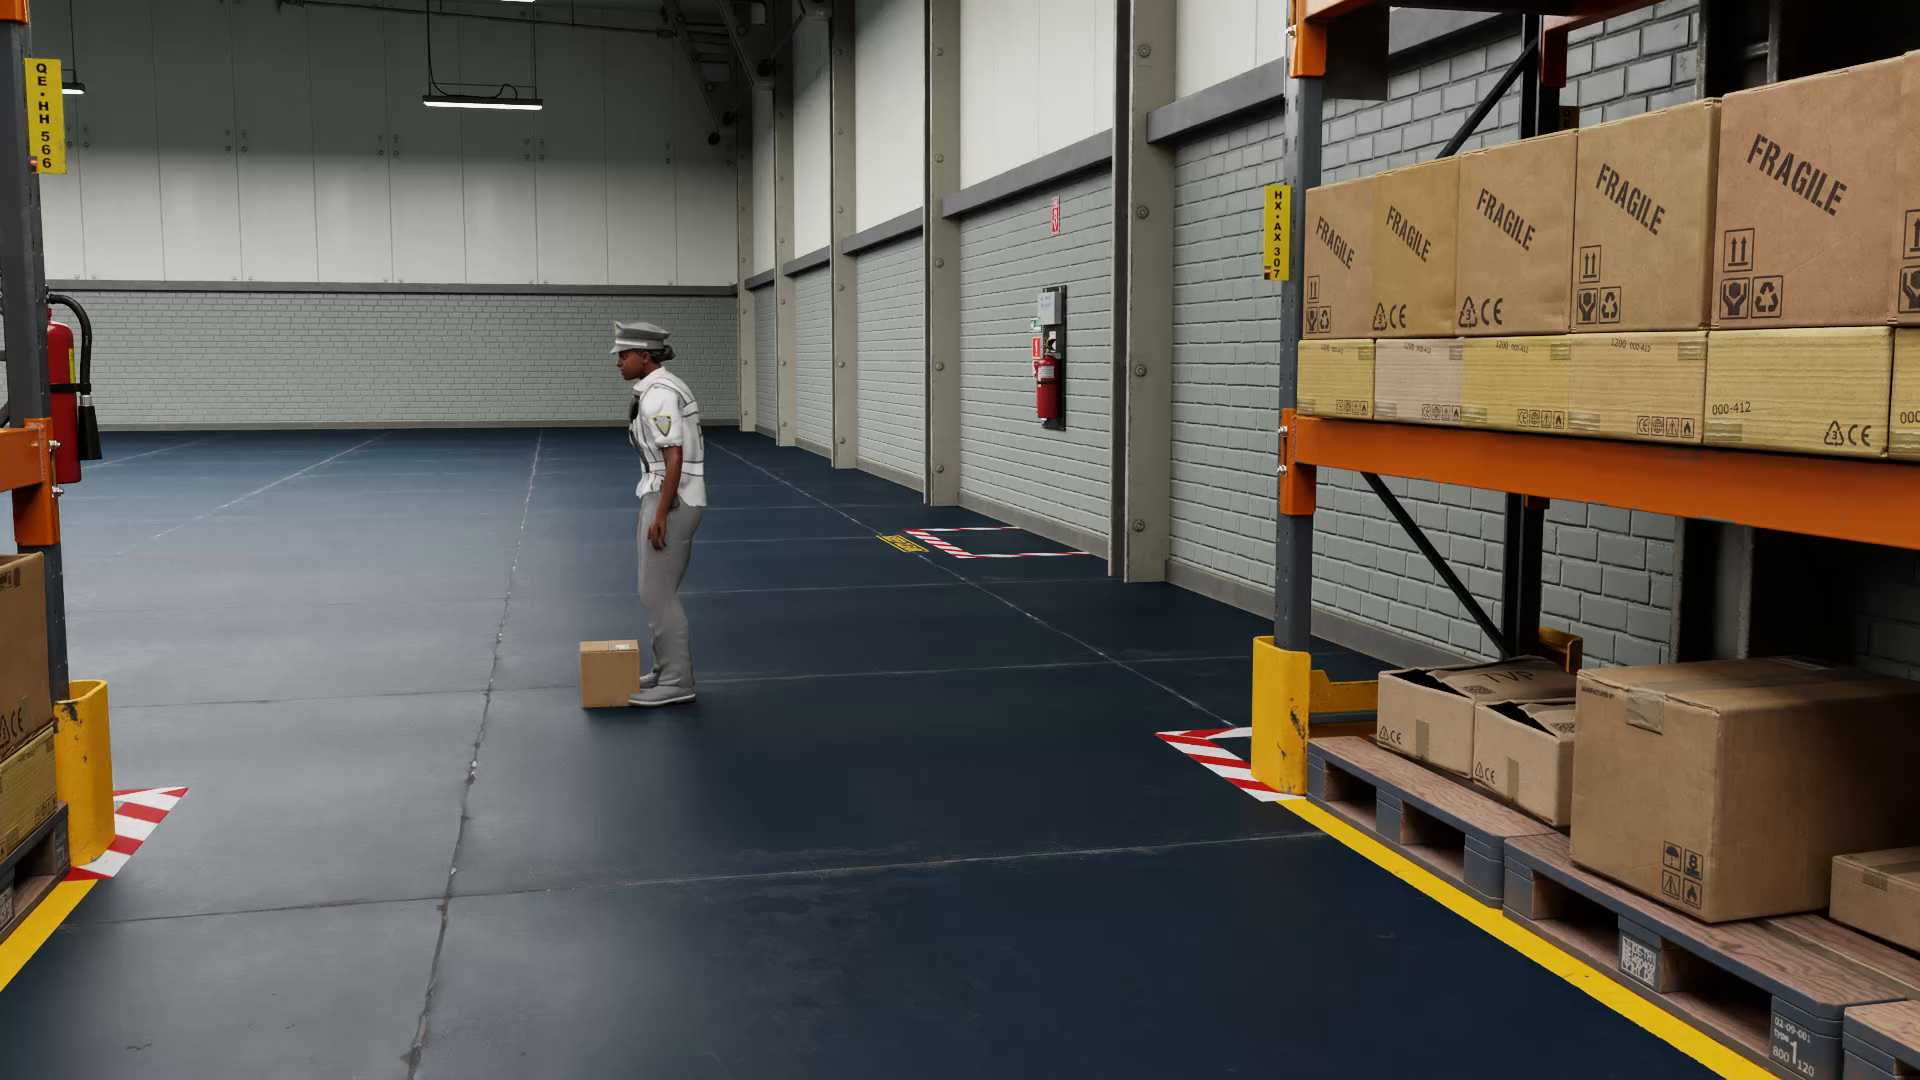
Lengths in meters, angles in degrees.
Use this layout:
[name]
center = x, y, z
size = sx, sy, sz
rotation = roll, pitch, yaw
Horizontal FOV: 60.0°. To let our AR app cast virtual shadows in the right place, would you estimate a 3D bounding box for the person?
[person]
center = -1.317, -0.120, 7.292
size = 0.400, 1.658, 0.518
rotation = -2, 6, -15
